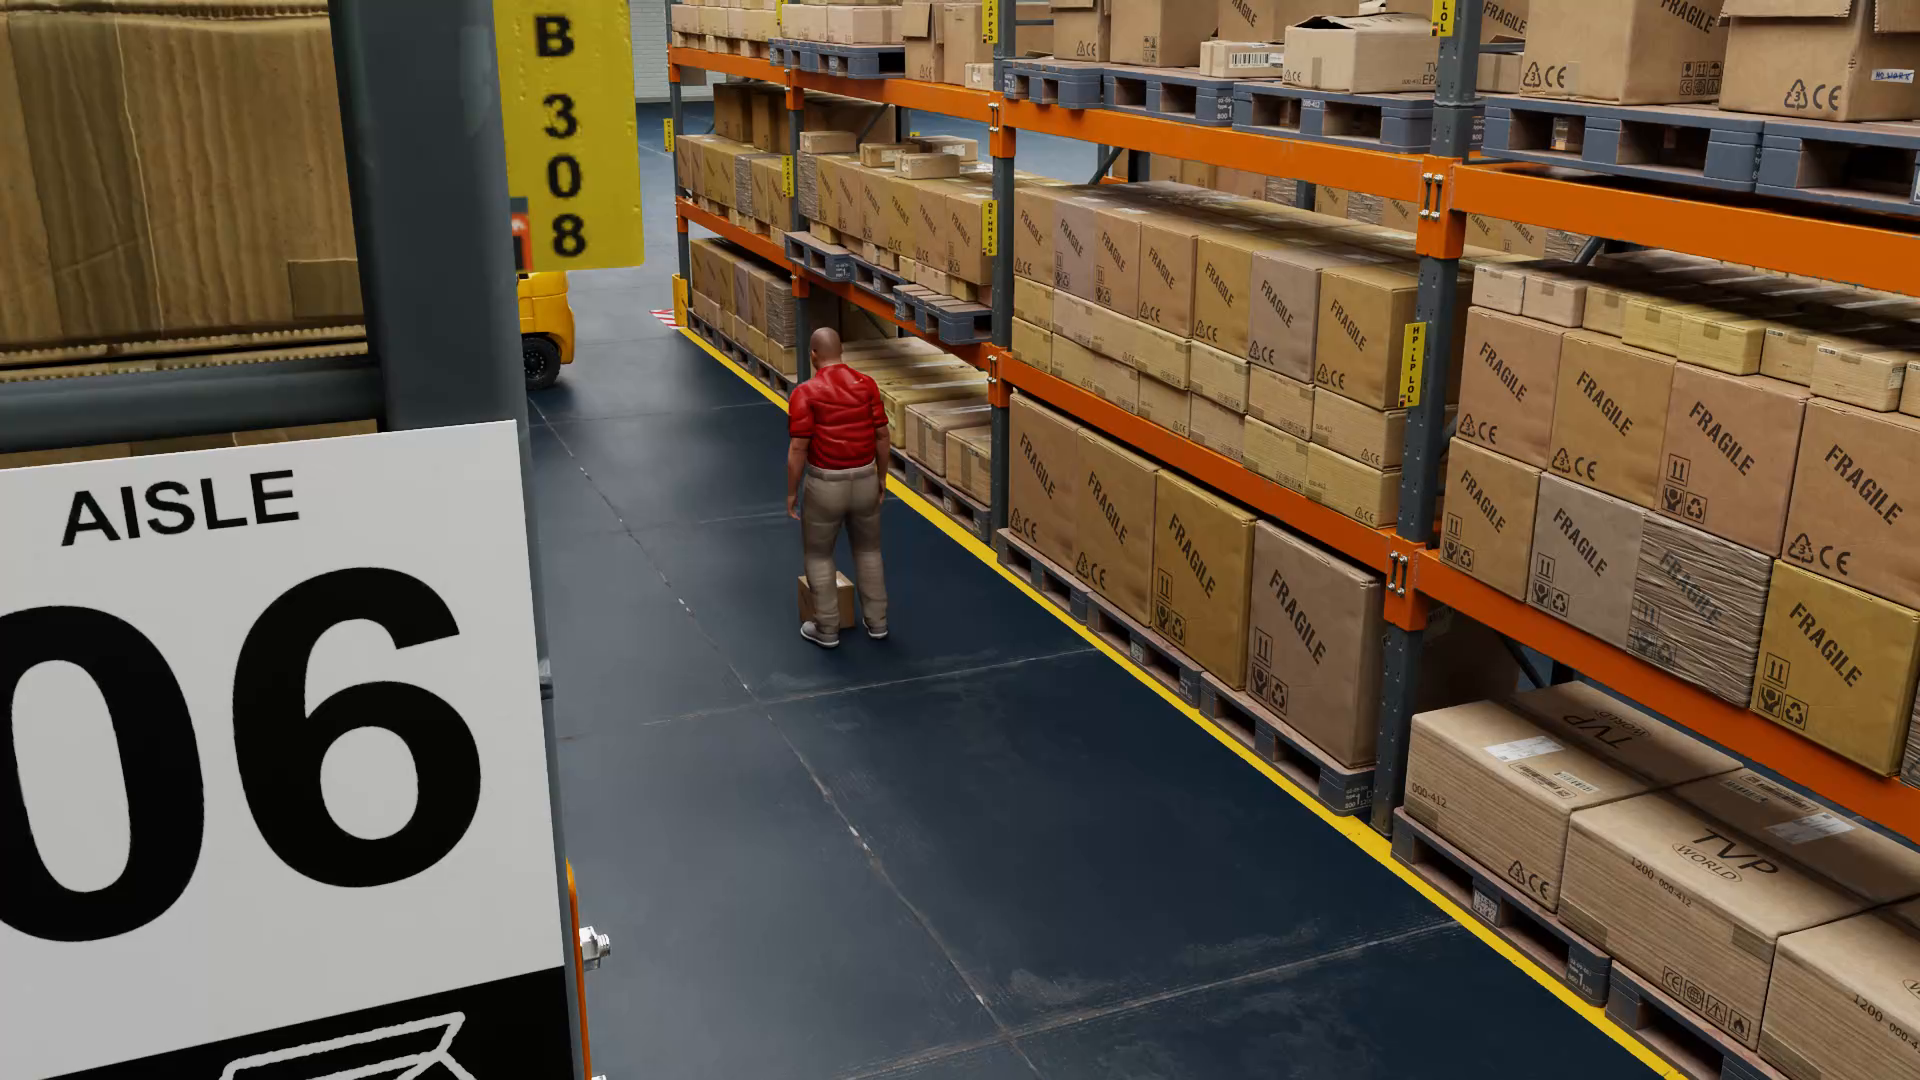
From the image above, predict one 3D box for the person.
[{"bbox_3d":[-0.648,-0.278,8.905,0.604,1.726,0.394,-9,21,-25],"label":"person"}]
